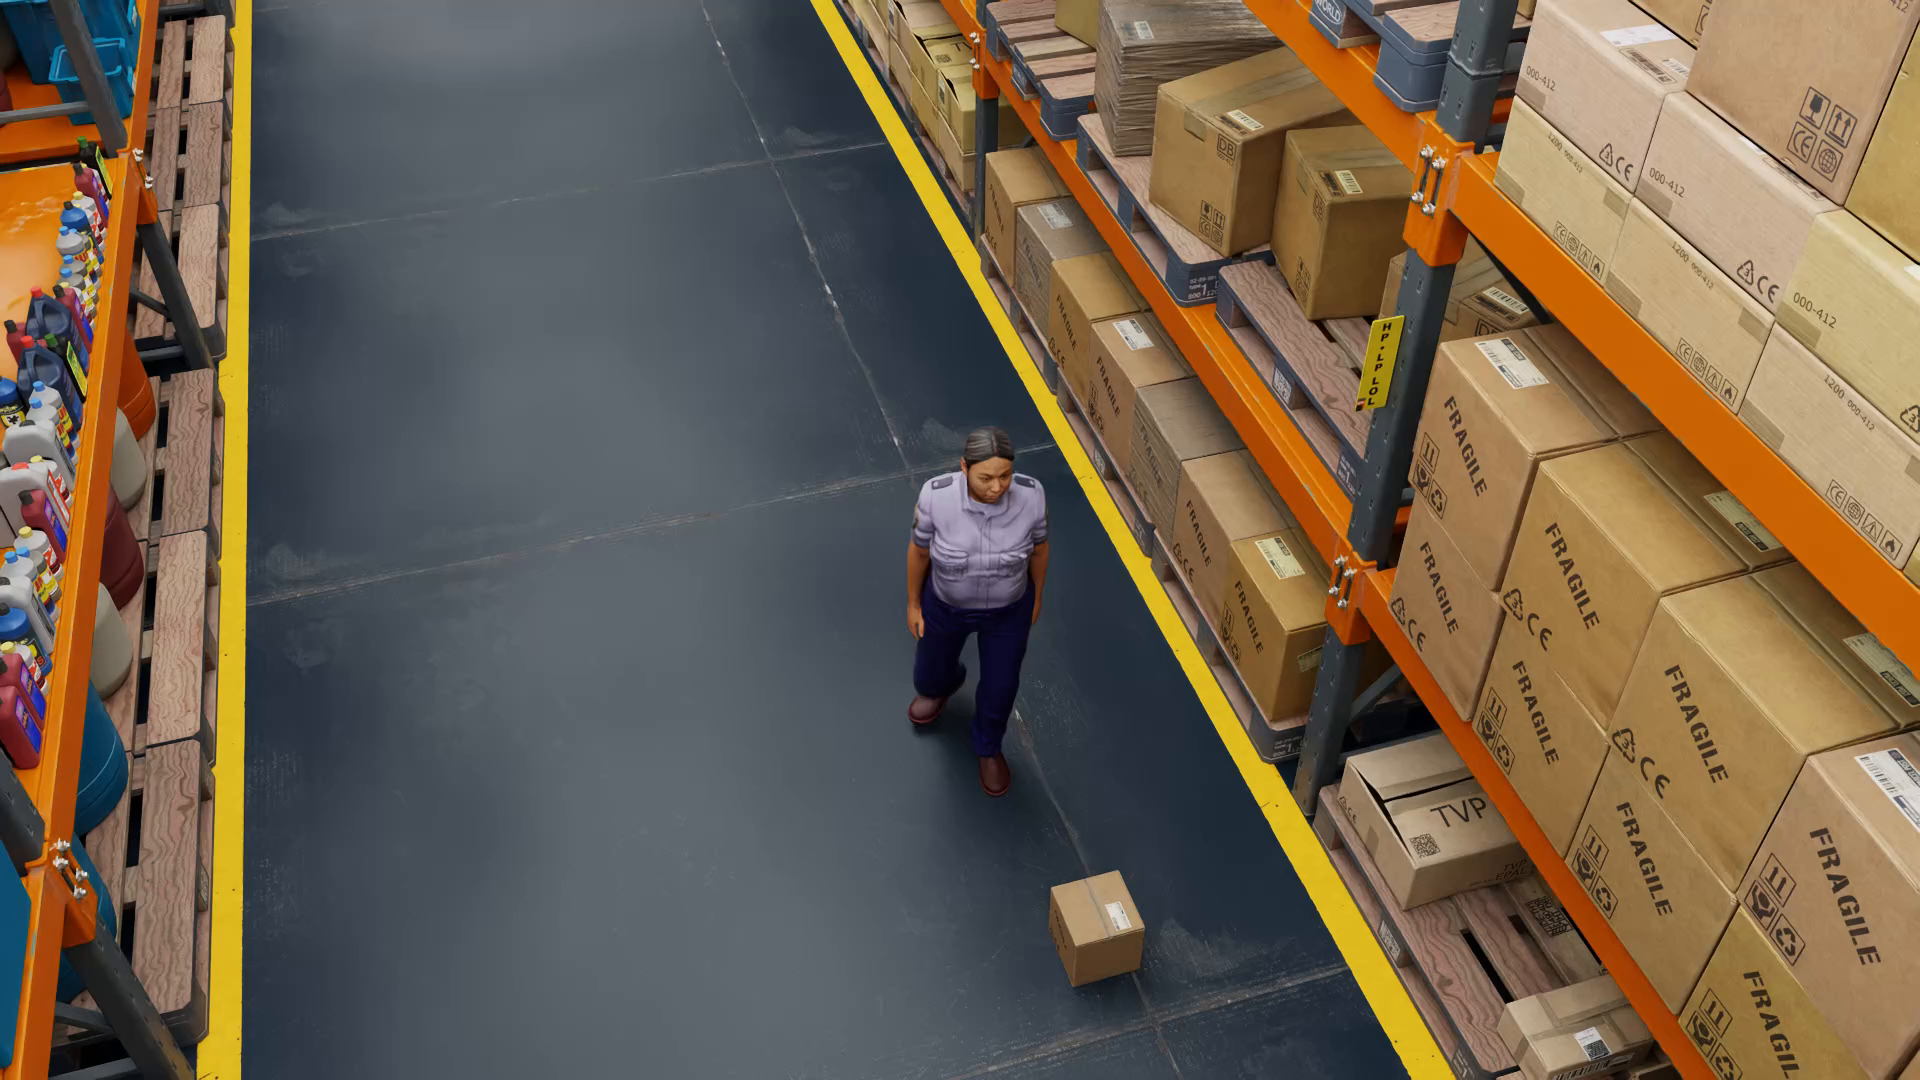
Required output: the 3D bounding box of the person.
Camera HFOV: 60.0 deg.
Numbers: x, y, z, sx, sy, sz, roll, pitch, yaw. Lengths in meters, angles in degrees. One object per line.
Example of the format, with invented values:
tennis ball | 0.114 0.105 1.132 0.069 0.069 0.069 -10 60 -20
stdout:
person | 0.055 0.189 5.971 0.514 1.647 0.561 -1 43 -1
